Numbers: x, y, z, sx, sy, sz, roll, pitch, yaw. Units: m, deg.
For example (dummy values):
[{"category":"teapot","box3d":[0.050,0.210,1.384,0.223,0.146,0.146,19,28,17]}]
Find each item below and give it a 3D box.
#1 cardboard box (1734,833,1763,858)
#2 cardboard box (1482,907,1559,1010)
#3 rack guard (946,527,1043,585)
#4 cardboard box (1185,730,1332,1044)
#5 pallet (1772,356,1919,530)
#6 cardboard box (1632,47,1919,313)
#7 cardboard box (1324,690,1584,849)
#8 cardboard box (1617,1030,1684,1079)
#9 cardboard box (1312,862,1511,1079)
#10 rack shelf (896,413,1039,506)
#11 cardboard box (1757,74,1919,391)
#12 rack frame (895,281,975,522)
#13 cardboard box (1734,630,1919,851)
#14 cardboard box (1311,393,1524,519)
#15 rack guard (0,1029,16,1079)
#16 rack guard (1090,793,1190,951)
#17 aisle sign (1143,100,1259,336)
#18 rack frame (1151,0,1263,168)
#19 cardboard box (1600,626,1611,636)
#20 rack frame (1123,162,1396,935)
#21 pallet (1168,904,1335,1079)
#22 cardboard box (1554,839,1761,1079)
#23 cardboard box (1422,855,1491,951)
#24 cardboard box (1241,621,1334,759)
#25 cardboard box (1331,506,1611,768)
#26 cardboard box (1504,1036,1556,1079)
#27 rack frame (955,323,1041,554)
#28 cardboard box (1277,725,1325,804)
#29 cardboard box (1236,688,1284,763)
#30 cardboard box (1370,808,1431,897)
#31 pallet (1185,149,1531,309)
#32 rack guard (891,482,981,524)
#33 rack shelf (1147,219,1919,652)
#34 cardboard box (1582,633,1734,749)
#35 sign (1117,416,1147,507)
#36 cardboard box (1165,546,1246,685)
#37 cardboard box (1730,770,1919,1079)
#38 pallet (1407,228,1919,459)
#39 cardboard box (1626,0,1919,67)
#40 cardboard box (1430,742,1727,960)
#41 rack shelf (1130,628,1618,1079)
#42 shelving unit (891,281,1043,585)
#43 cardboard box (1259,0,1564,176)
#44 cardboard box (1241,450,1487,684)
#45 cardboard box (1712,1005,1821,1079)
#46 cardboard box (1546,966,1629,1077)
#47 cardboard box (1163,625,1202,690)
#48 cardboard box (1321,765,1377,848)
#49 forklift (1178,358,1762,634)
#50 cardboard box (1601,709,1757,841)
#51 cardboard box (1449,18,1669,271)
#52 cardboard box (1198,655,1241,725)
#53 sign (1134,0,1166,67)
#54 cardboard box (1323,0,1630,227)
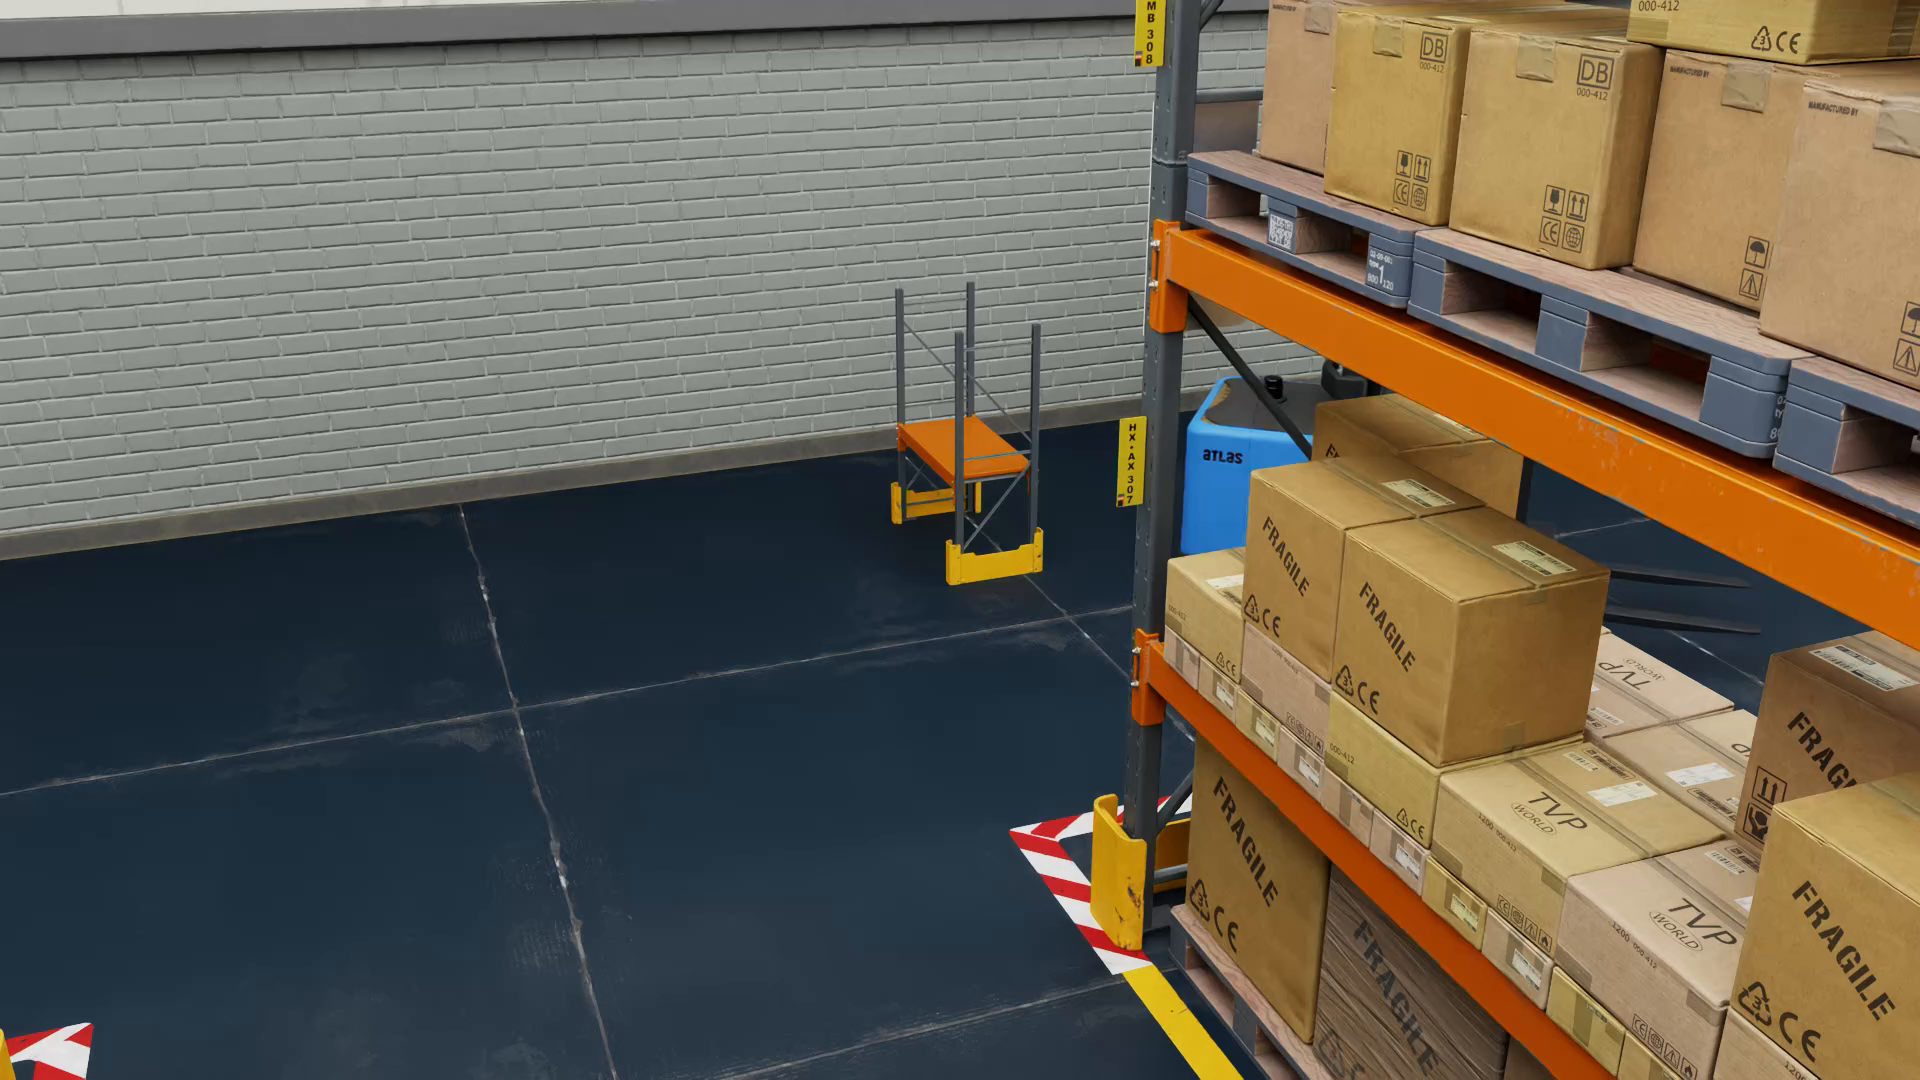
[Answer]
[{"category":"cardboard box","box3d":[2.254,0.898,4.066,0.500,0.250,0.500,-8,24,-18]},{"category":"cardboard box","box3d":[1.577,1.032,4.262,0.380,0.149,0.250,-8,24,-18]},{"category":"rack guard","box3d":[0.203,0.093,9.706,0.587,0.250,0.087,-8,24,-19]},{"category":"cardboard box","box3d":[1.422,1.096,5.983,0.875,0.875,0.875,-8,24,-19]},{"category":"pallet","box3d":[2.255,-0.098,2.873,1.003,0.211,1.213,-8,24,-19]},{"category":"cardboard box","box3d":[1.964,-0.808,3.644,0.700,0.500,0.500,-7,24,-17]},{"category":"cardboard box","box3d":[1.402,0.603,4.767,0.500,0.250,0.500,-9,25,-21]},{"category":"cardboard box","box3d":[1.756,1.218,3.822,0.380,0.149,0.250,-8,24,-18]},{"category":"cardboard box","box3d":[1.744,1.426,5.199,0.875,0.875,0.875,-8,24,-19]},{"category":"rack shelf","box3d":[0.030,-0.494,9.955,0.538,0.185,1.000,-8,24,-19]},{"category":"cardboard box","box3d":[2.016,-0.598,3.147,0.700,0.500,0.500,-7,24,-16]},{"category":"rack frame","box3d":[-0.149,-0.845,10.323,0.500,1.500,0.032,-8,24,-19]},{"category":"cardboard box","box3d":[2.250,0.551,3.926,0.500,0.500,0.500,-9,25,-21]},{"category":"cardboard box","box3d":[1.539,-0.184,5.669,0.500,0.500,0.500,-8,24,-18]},{"category":"rack guard","box3d":[-3.533,1.913,5.068,1.175,0.500,0.348,-8,24,-19]},{"category":"rack guard","box3d":[1.113,1.232,6.684,1.175,0.500,0.348,-8,24,-19]},{"category":"aisle sign","box3d":[0.815,-1.094,5.637,0.394,0.787,0.004,-8,24,-19]},{"category":"rack frame","box3d":[1.122,-2.676,5.013,1.000,3.000,0.127,-8,24,-19]},{"category":"cardboard box","box3d":[1.720,0.345,5.380,0.500,0.250,0.500,-9,24,-20]},{"category":"rack frame","box3d":[1.122,0.089,6.178,1.000,3.000,0.127,-8,24,-19]},{"category":"pallet","box3d":[1.477,1.653,6.056,1.003,0.211,1.213,-8,24,-19]},{"category":"cardboard box","box3d":[1.767,0.976,3.881,0.500,0.250,0.500,-8,24,-18]},{"category":"cardboard box","box3d":[1.483,0.937,4.488,0.380,0.149,0.250,-9,24,-20]},{"category":"cardboard box","box3d":[1.228,0.420,5.202,0.500,0.250,0.500,-9,24,-20]},{"category":"cardboard box","box3d":[1.404,0.256,4.626,0.500,0.500,0.500,-9,24,-20]},{"category":"cardboard box","box3d":[2.058,1.750,4.432,0.875,0.875,0.875,-8,24,-19]},{"category":"rack frame","box3d":[0.210,-0.475,9.447,0.500,1.500,0.032,-8,24,-19]},{"category":"cardboard box","box3d":[1.214,0.659,5.147,0.380,0.149,0.250,-9,24,-20]},{"category":"cardboard box","box3d":[1.121,0.565,5.372,0.380,0.149,0.250,-9,24,-20]},{"category":"cardboard box","box3d":[1.395,0.845,4.706,0.380,0.149,0.250,-9,24,-20]},{"category":"pallet","box3d":[1.393,-0.985,4.976,1.003,0.211,1.213,-8,24,-19]},{"category":"rack guard","box3d":[-0.149,-0.268,10.565,0.587,0.250,0.087,-8,24,-19]},{"category":"rack shelf","box3d":[1.828,-0.236,4.011,1.077,0.370,4.000,-8,24,-19]},{"category":"cardboard box","box3d":[1.900,0.530,4.942,0.500,0.250,0.500,-9,25,-21]},{"category":"sign","box3d":[0.600,-0.273,5.819,0.100,0.325,0.005,-8,24,-19]},{"category":"cardboard box","box3d":[1.038,0.232,5.648,0.500,0.250,0.500,-9,24,-20]},{"category":"cardboard box","box3d":[1.949,0.815,3.298,0.500,0.500,0.500,-8,24,-18]},{"category":"pallet","box3d":[1.828,-0.541,3.923,1.003,0.211,1.213,-8,24,-19]},{"category":"cardboard box","box3d":[1.826,-1.190,3.585,0.500,0.250,0.500,-9,25,-21]},{"category":"cardboard box","box3d":[1.592,0.792,4.319,0.500,0.250,0.500,-9,24,-20]},{"category":"rack shelf","box3d":[1.828,1.147,4.593,1.077,0.370,4.000,-8,24,-19]},{"category":"shelving unit","box3d":[0.027,-0.663,9.893,0.587,1.500,1.083,-8,24,-19]},{"category":"cardboard box","box3d":[1.355,-1.398,5.044,0.700,0.500,0.500,-10,25,-22]},{"category":"cardboard box","box3d":[1.215,0.068,5.071,0.500,0.500,0.500,-9,24,-20]},{"category":"cardboard box","box3d":[1.948,1.162,3.441,0.500,0.250,0.500,-8,24,-17]},{"category":"cardboard box","box3d":[1.666,1.125,4.042,0.380,0.149,0.250,-9,24,-20]},{"category":"cardboard box","box3d":[0.938,0.379,5.813,0.380,0.149,0.250,-8,24,-18]},{"category":"cardboard box","box3d":[1.303,0.752,4.928,0.380,0.149,0.250,-9,24,-20]},{"category":"forklift","box3d":[2.795,-0.980,8.801,3.031,2.935,1.130,8,24,17]},{"category":"cardboard box","box3d":[2.087,0.718,4.494,0.500,0.250,0.500,-8,24,-19]},{"category":"cardboard box","box3d":[1.669,-0.996,4.090,0.700,0.500,0.500,-10,25,-23]},{"category":"cardboard box","box3d":[1.030,0.472,5.593,0.380,0.149,0.250,-9,24,-20]},{"category":"sign","box3d":[0.600,-1.659,5.235,0.100,0.325,0.005,-8,24,-19]},{"category":"cardboard box","box3d":[1.441,-1.177,4.520,0.700,0.500,0.500,-9,25,-21]}]
